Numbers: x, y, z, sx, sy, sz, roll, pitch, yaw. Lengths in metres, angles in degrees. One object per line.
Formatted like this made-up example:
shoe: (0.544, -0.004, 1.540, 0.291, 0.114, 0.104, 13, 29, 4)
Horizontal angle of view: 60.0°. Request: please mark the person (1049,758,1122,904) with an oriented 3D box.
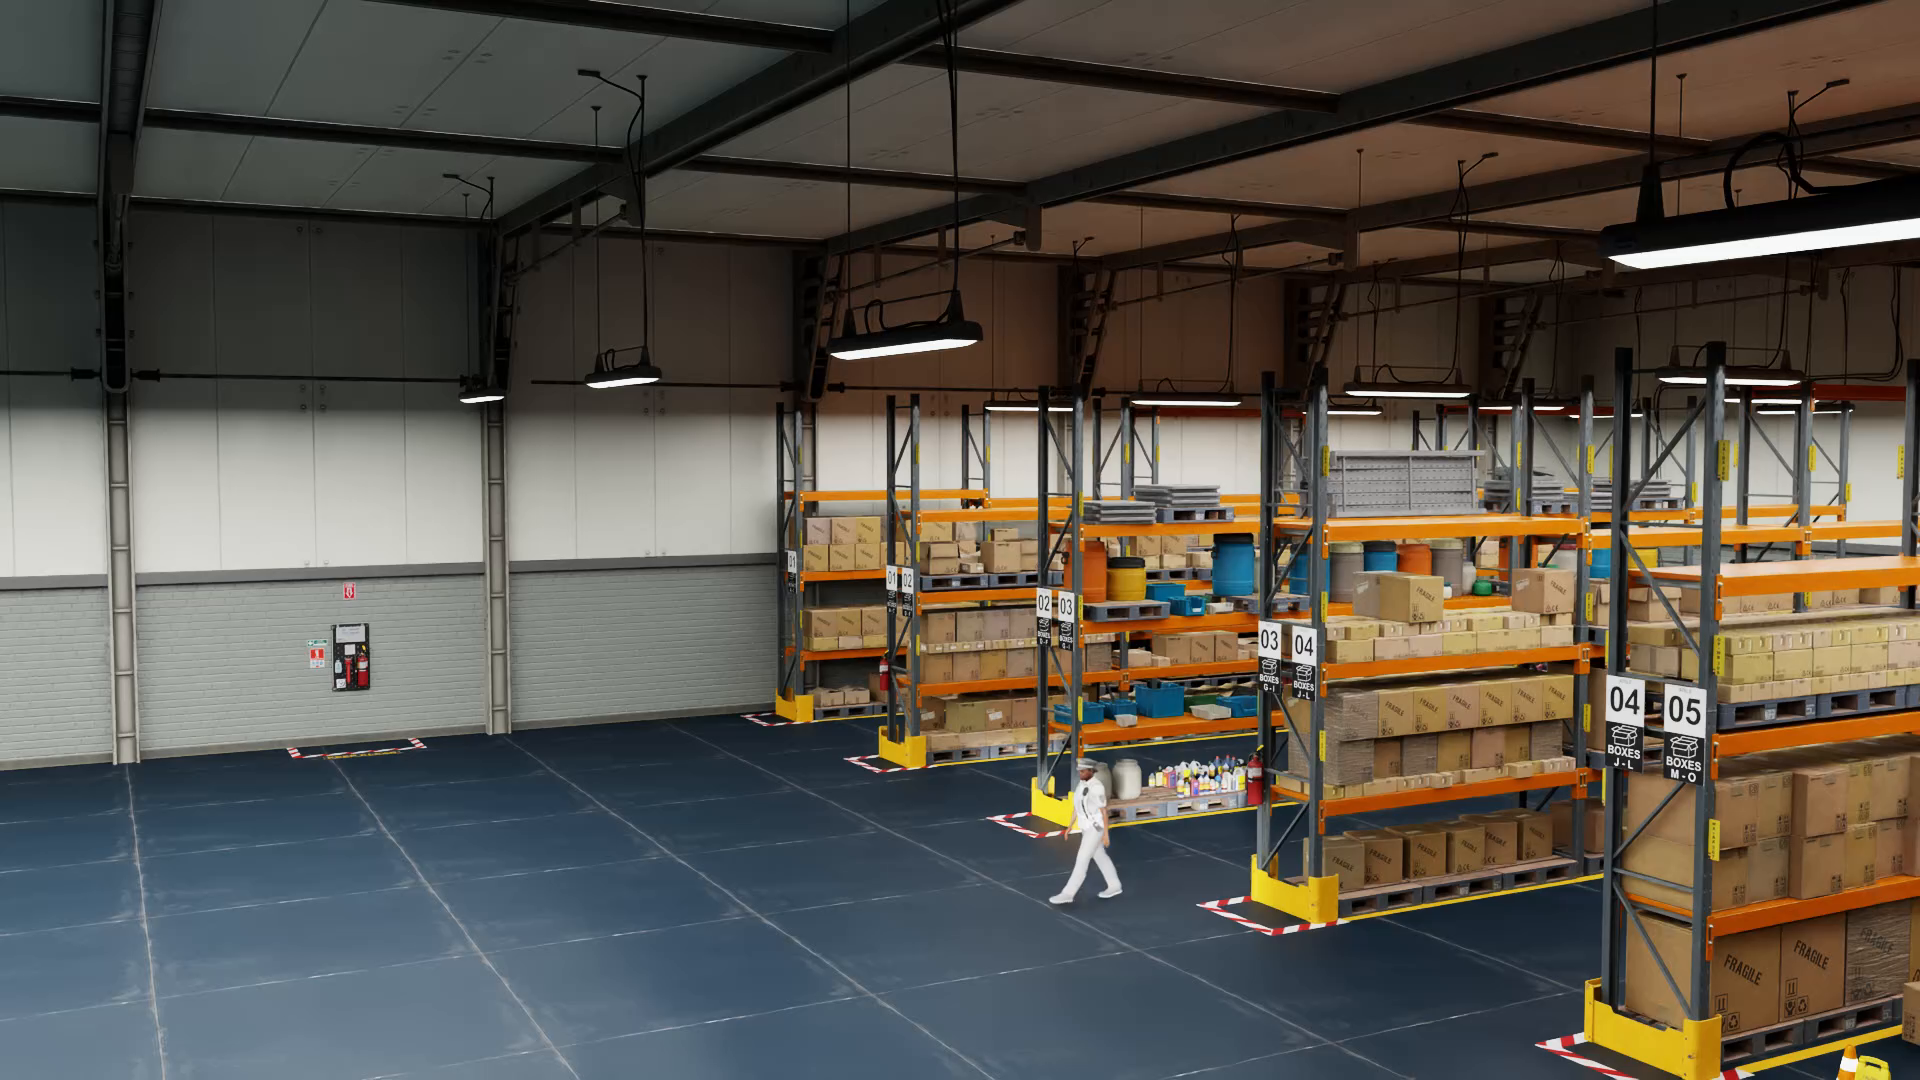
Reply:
person: (1.406, 3.266, 18.782, 0.986, 1.622, 0.466, -1, 3, -19)
